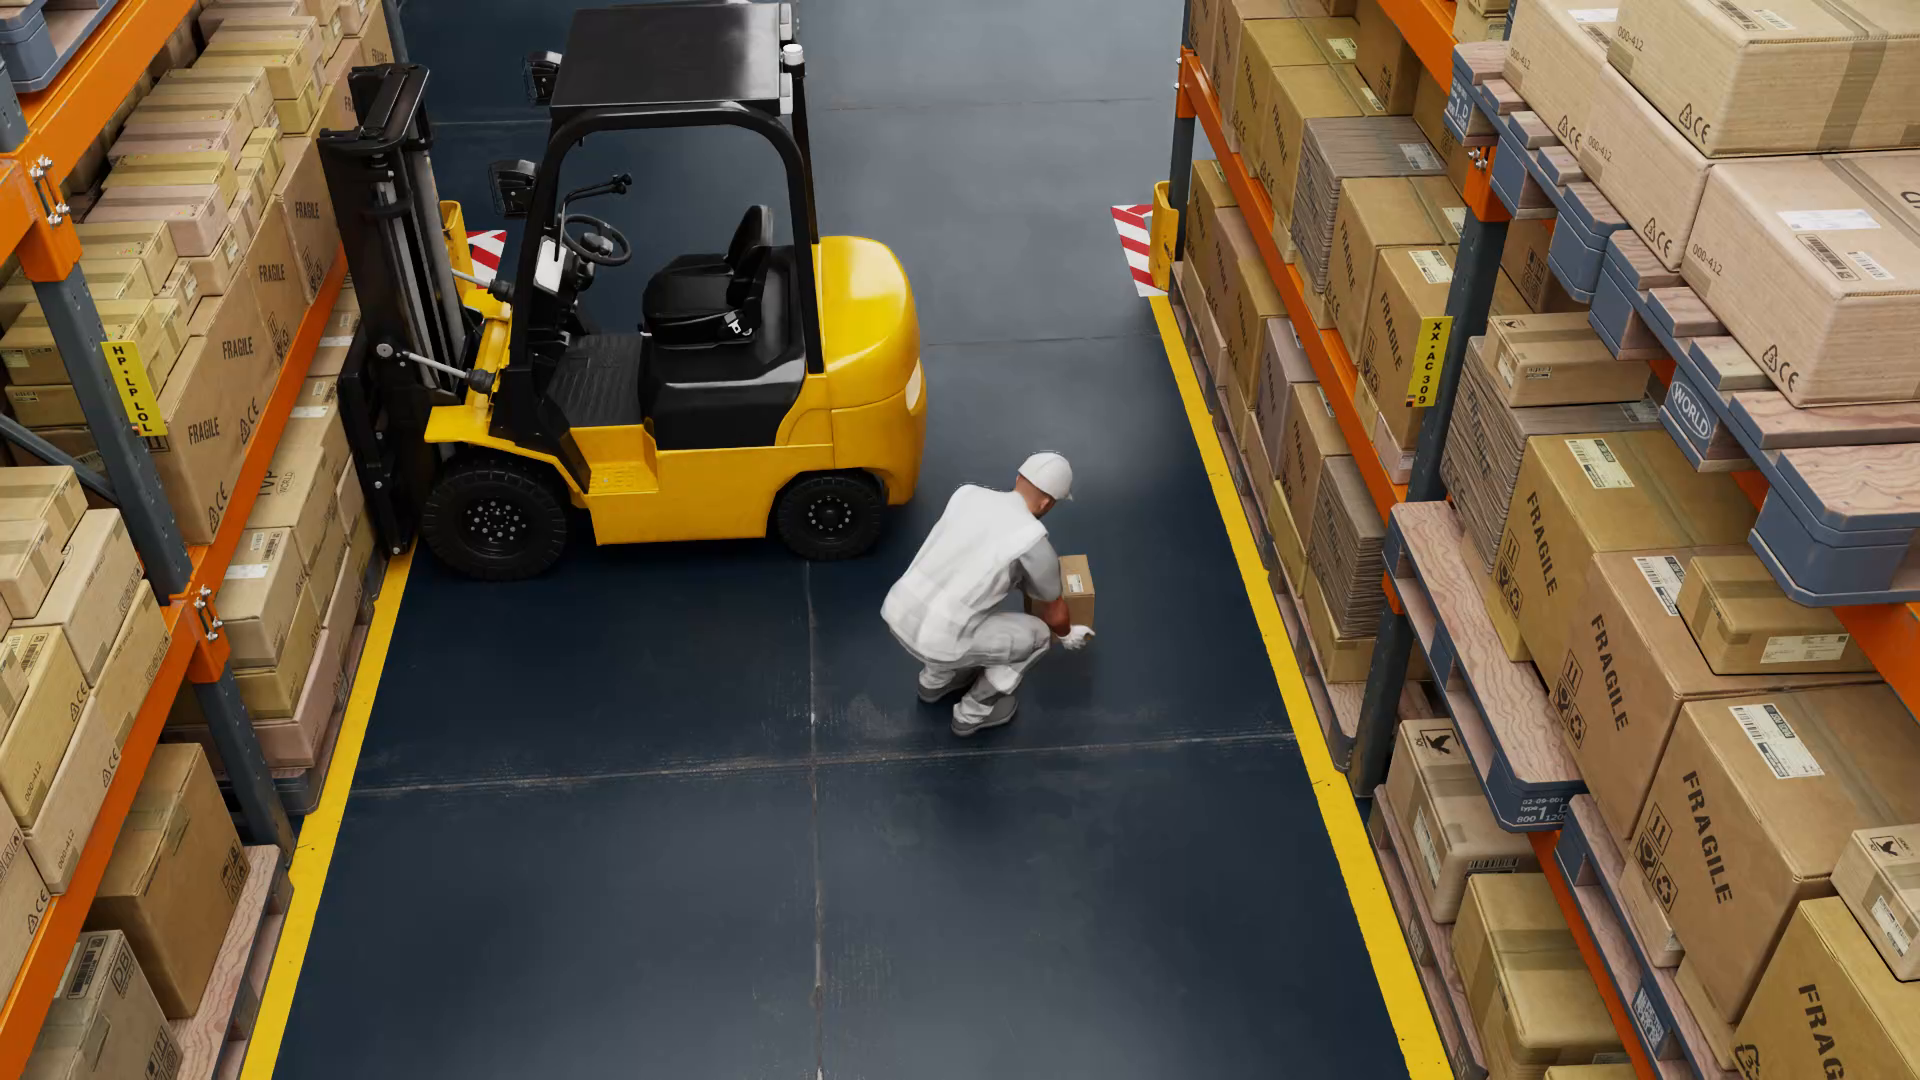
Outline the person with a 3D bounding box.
[{"bbox_3d":[0.104,0.202,6.496,0.886,1.027,0.573,-23,44,-26],"label":"person"}]
